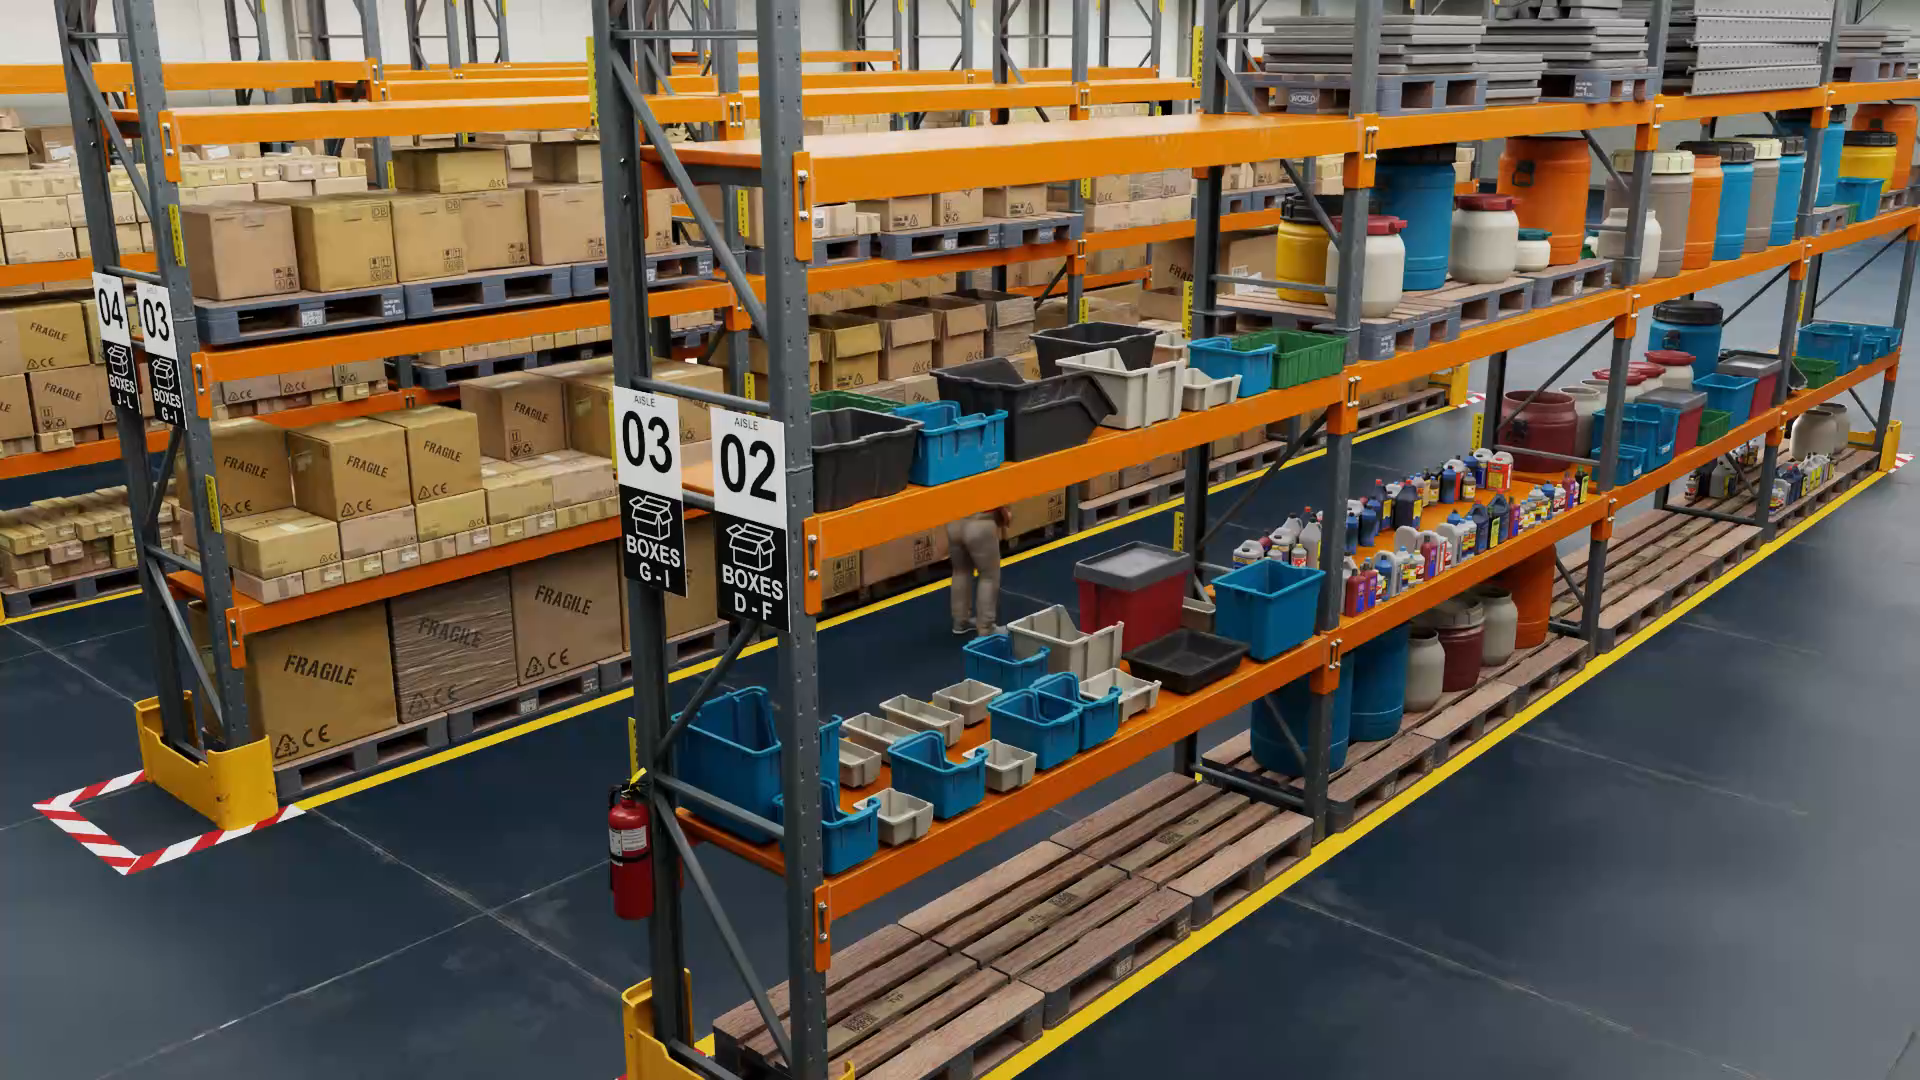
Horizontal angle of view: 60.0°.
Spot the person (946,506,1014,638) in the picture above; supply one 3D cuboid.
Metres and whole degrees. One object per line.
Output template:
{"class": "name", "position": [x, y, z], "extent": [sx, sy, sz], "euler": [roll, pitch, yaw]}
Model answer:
{"class": "person", "position": [0.138, -0.096, 12.889], "extent": [0.503, 1.725, 0.529], "euler": [13, 21, 38]}
